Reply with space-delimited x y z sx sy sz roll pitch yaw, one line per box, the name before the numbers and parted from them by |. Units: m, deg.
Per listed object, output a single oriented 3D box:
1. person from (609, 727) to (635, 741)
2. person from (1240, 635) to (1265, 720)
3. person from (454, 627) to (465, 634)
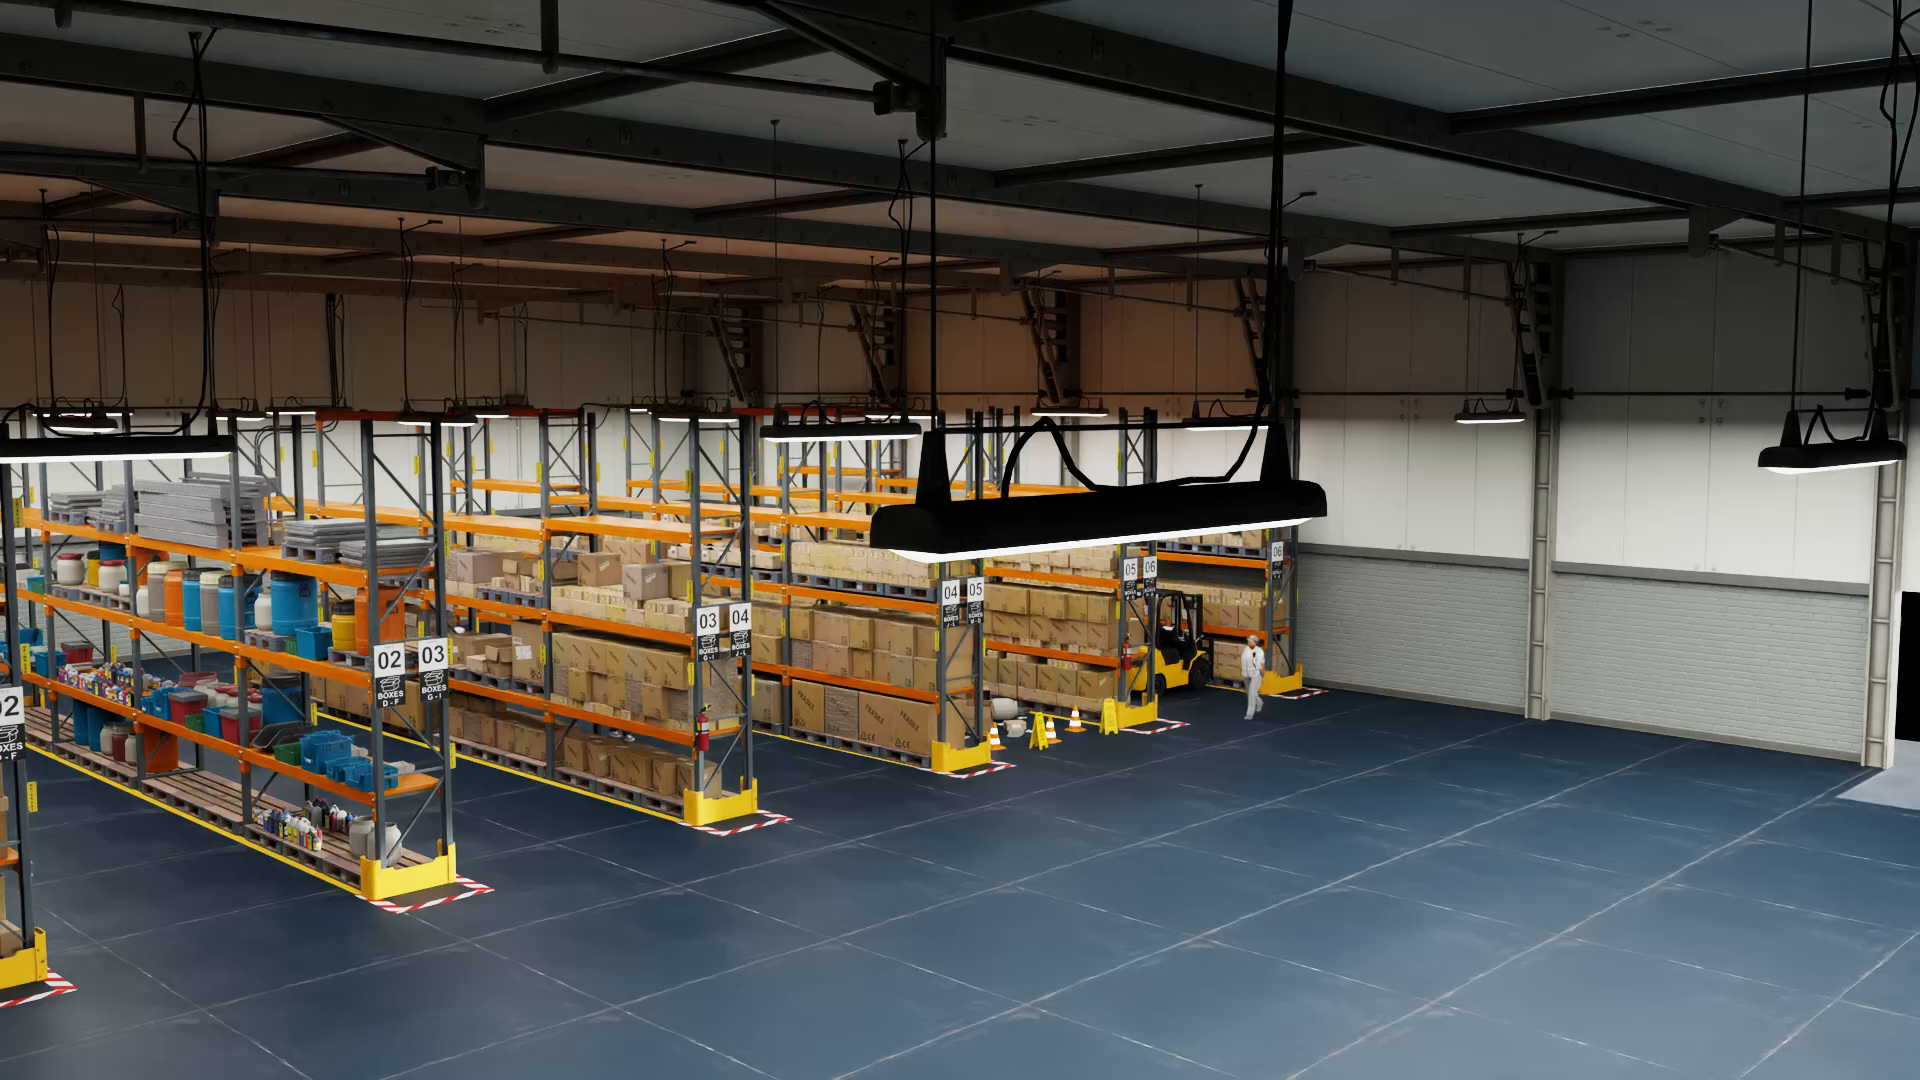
person | -6.105 2.861 30.191 0.953 1.549 0.429 4 6 39
person | 5.729 2.639 32.429 0.503 1.622 0.917 4 7 39
person | -10.099 2.551 33.310 0.670 1.668 0.700 -4 6 -37
